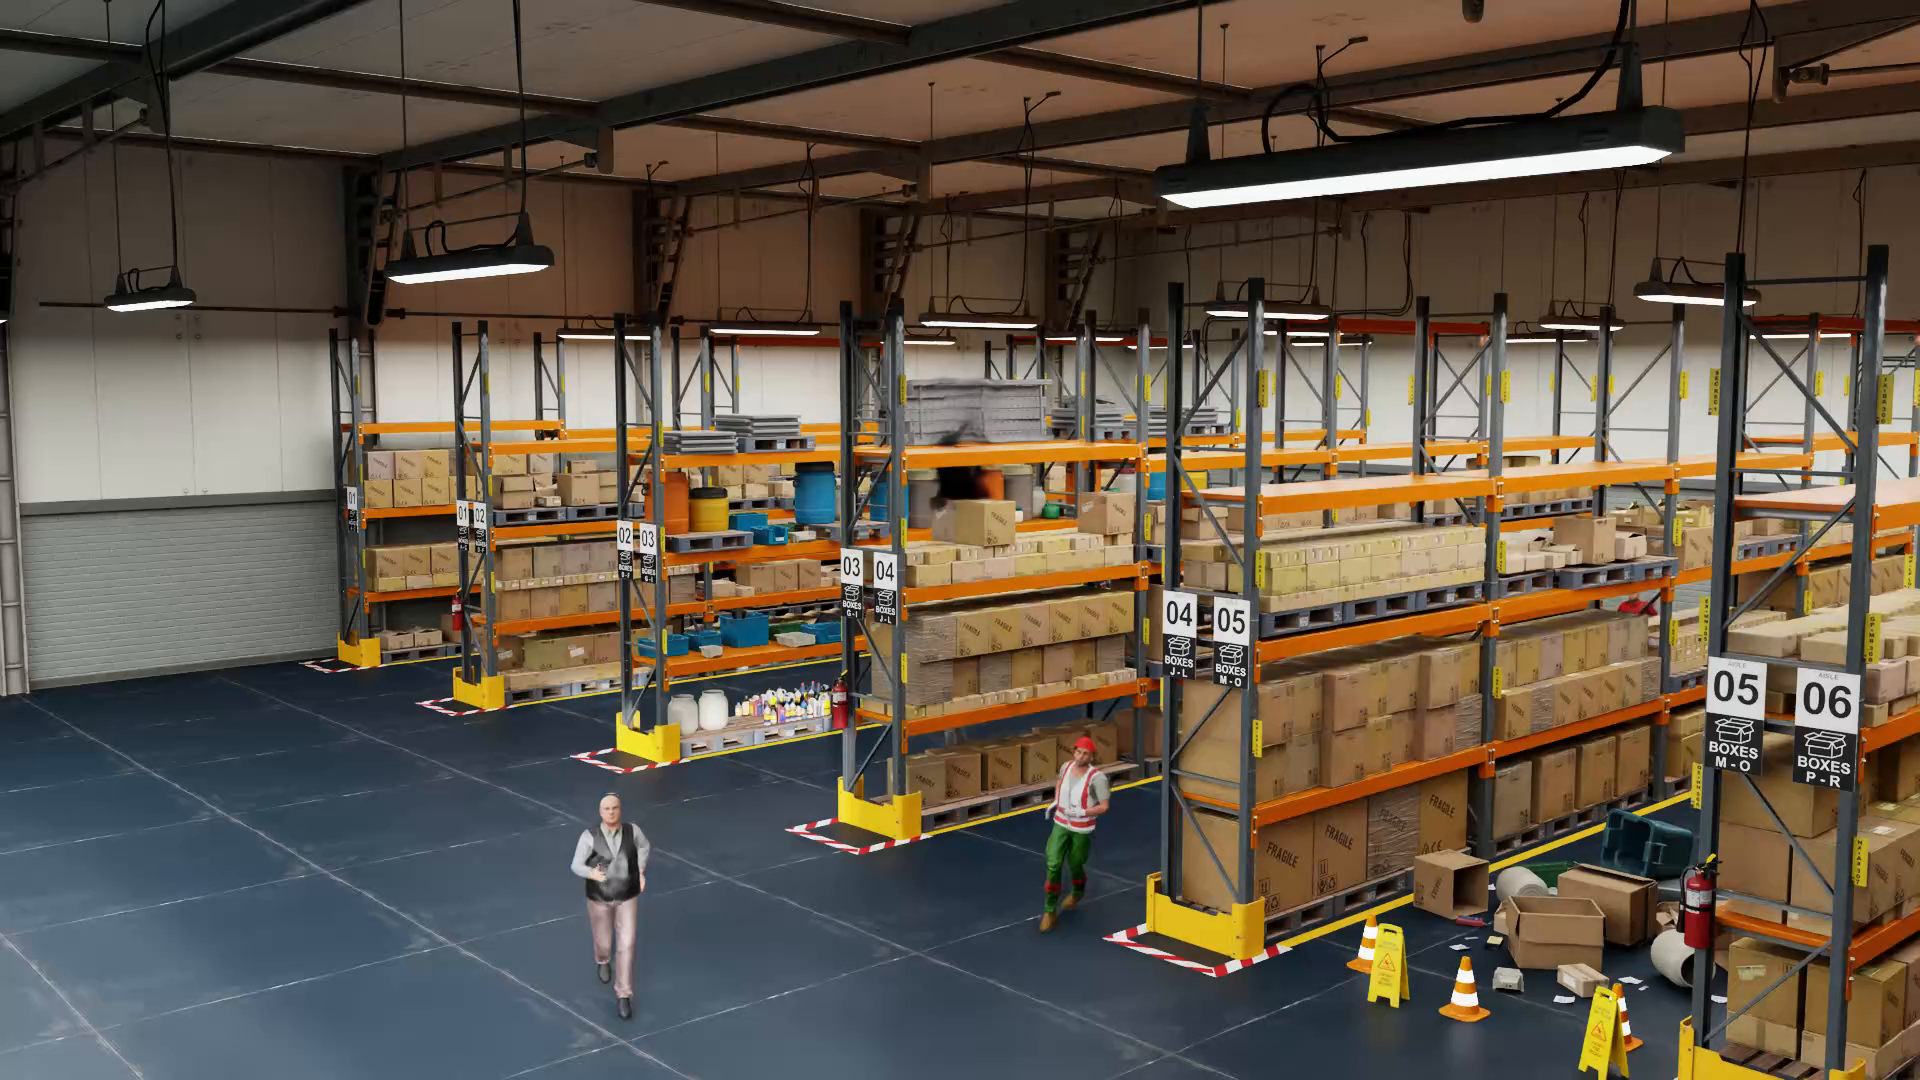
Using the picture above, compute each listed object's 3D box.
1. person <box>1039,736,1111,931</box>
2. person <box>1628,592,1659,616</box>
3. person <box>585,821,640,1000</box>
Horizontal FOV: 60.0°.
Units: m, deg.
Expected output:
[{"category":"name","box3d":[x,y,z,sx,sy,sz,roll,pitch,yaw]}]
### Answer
[{"category":"person","box3d":[1.119,2.738,15.705,0.667,1.813,0.808,3,6,25]},{"category":"person","box3d":[11.168,1.573,27.472,0.692,1.617,0.721,5,8,43]},{"category":"person","box3d":[-2.863,3.017,13.693,0.444,1.406,0.778,-2,6,-17]}]
